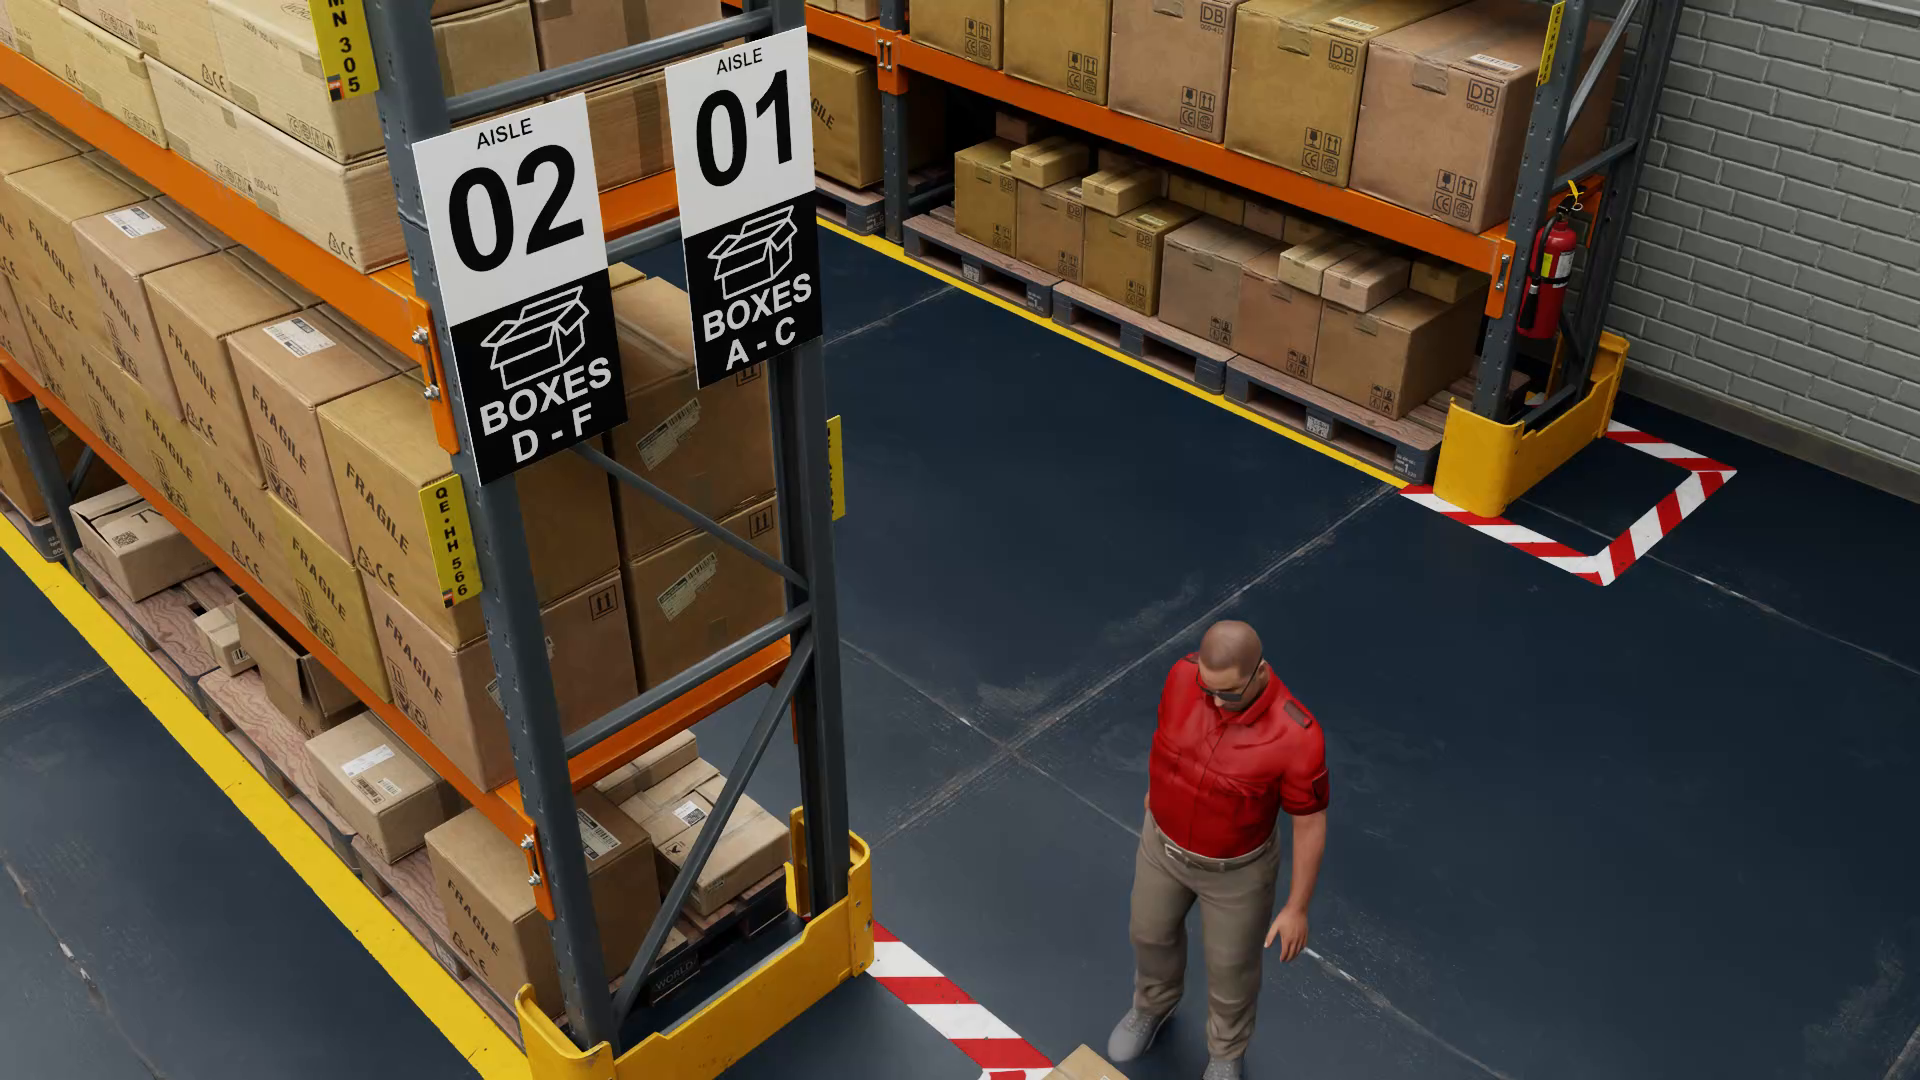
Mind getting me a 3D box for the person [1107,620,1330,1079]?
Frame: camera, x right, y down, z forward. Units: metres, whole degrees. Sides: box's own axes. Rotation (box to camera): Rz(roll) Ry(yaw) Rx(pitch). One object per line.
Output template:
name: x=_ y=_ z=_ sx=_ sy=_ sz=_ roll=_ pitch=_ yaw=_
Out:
person: x=0.736 y=0.955 z=4.821 sx=0.662 sy=1.773 sz=0.395 roll=25 pitch=42 yaw=31
